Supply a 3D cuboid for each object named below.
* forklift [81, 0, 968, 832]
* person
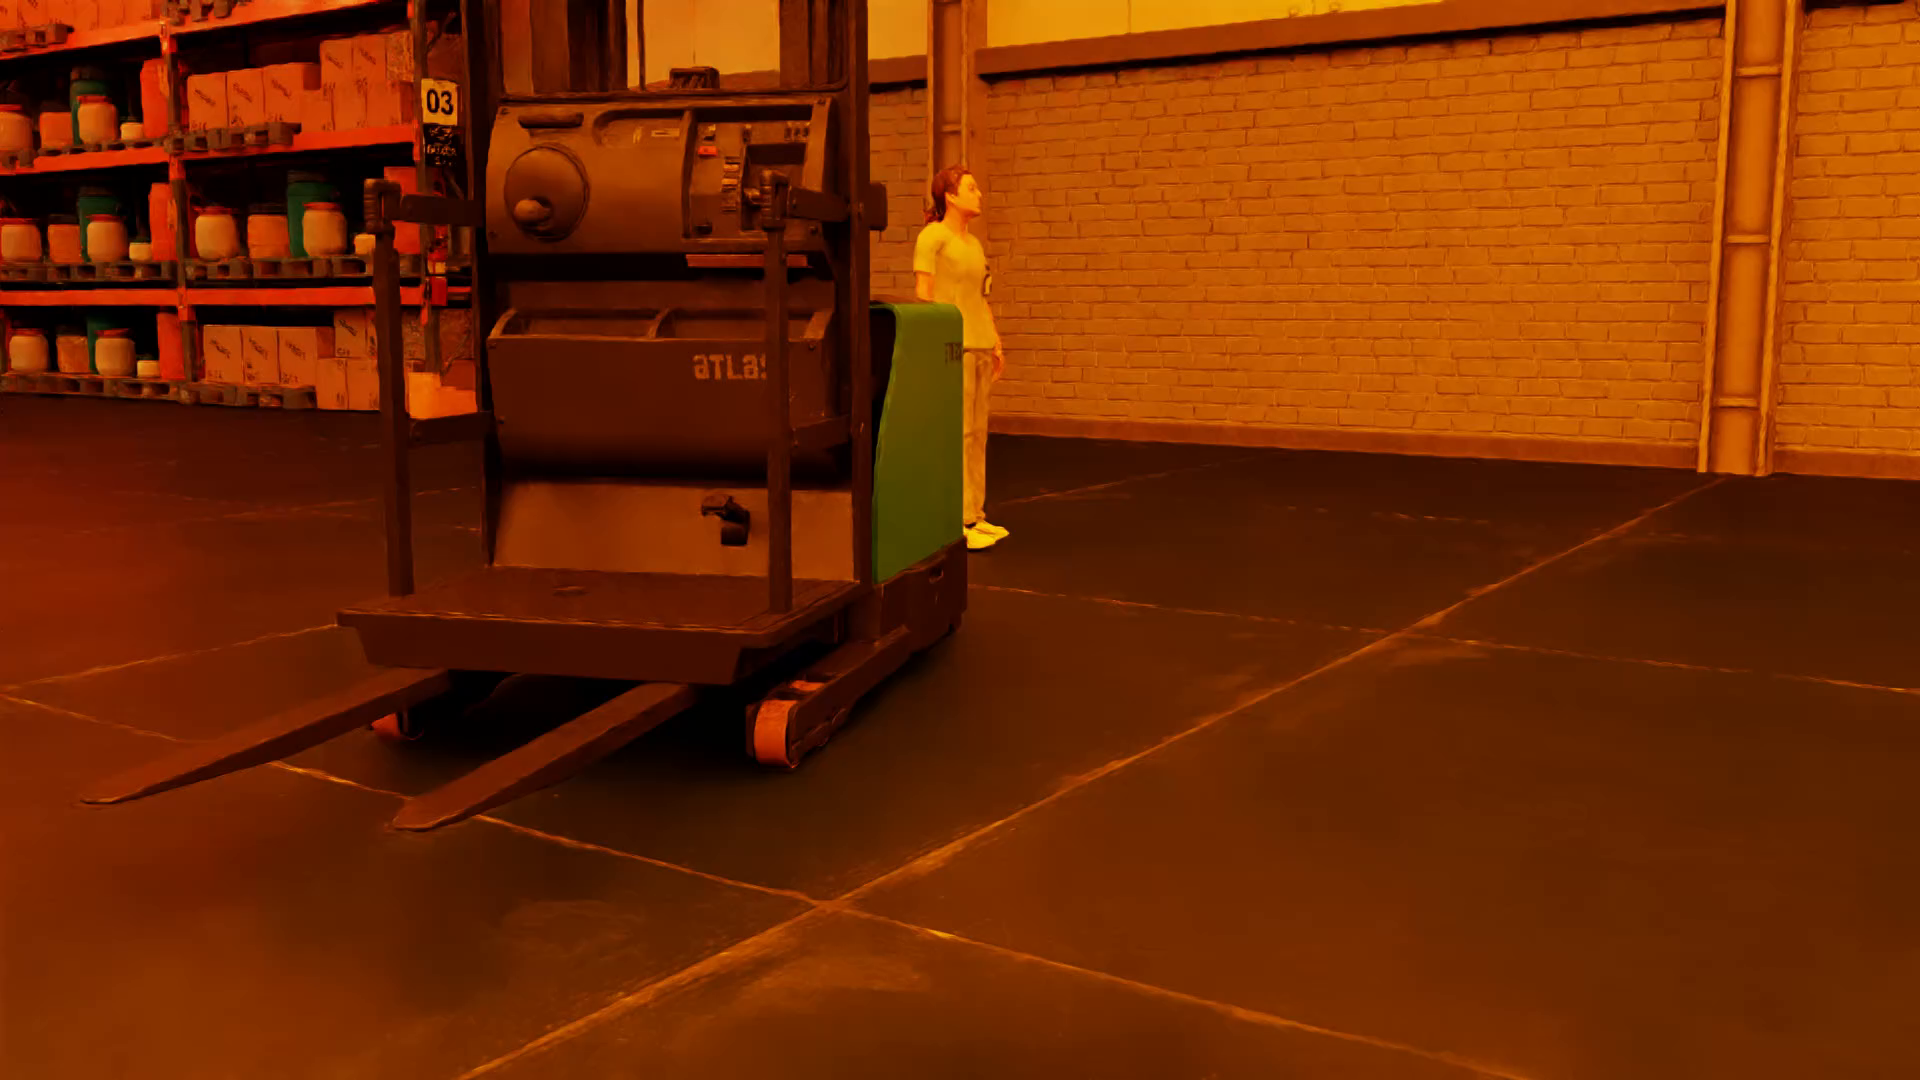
[{"bbox_3d":[-0.830,-0.978,4.071,1.130,2.935,3.031,2,8,14],"label":"forklift"},{"bbox_3d":[0.054,-0.829,7.433,0.548,1.674,0.550,5,10,34],"label":"person"}]
